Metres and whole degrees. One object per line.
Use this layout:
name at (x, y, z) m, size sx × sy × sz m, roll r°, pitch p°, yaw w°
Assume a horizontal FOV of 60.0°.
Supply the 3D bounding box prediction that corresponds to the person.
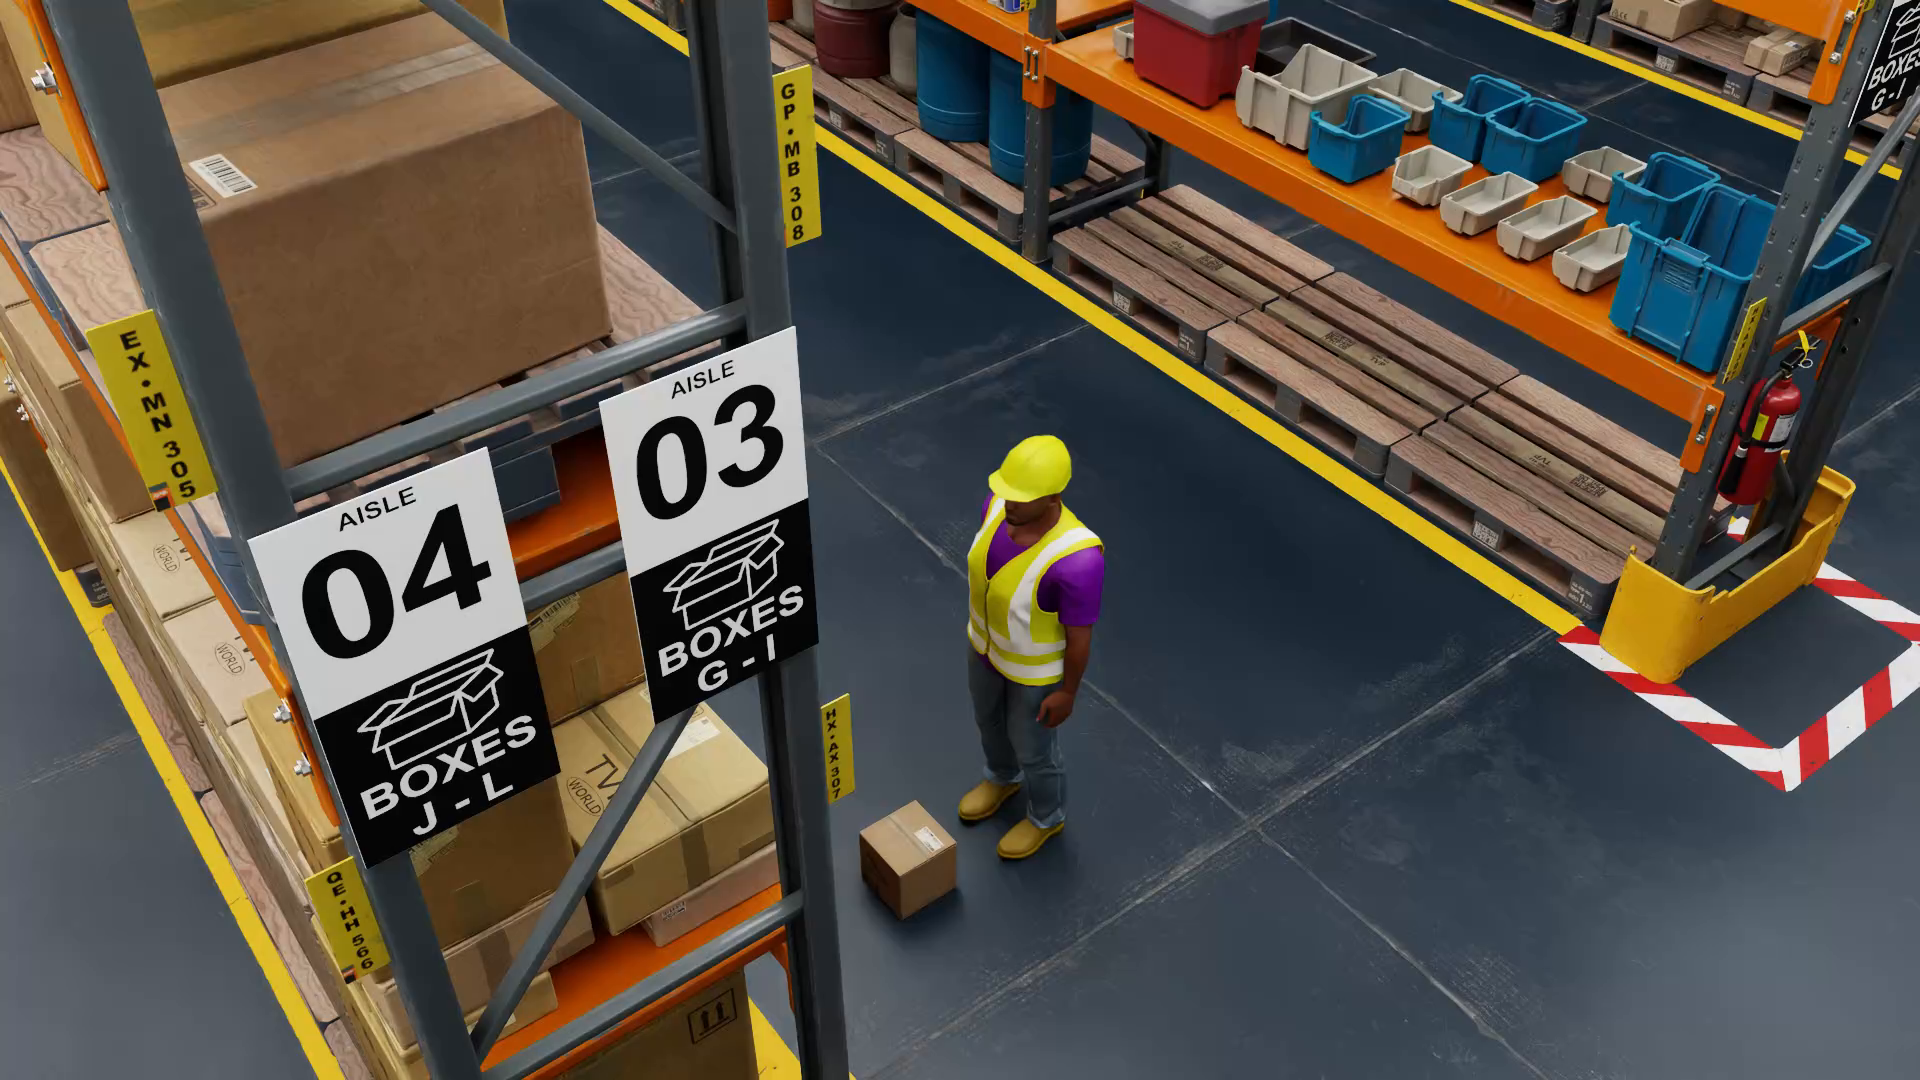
person at (0.219, 0.380, 5.688) m, size 0.361 × 1.761 × 0.563 m, roll -25°, pitch 46°, yaw -27°
